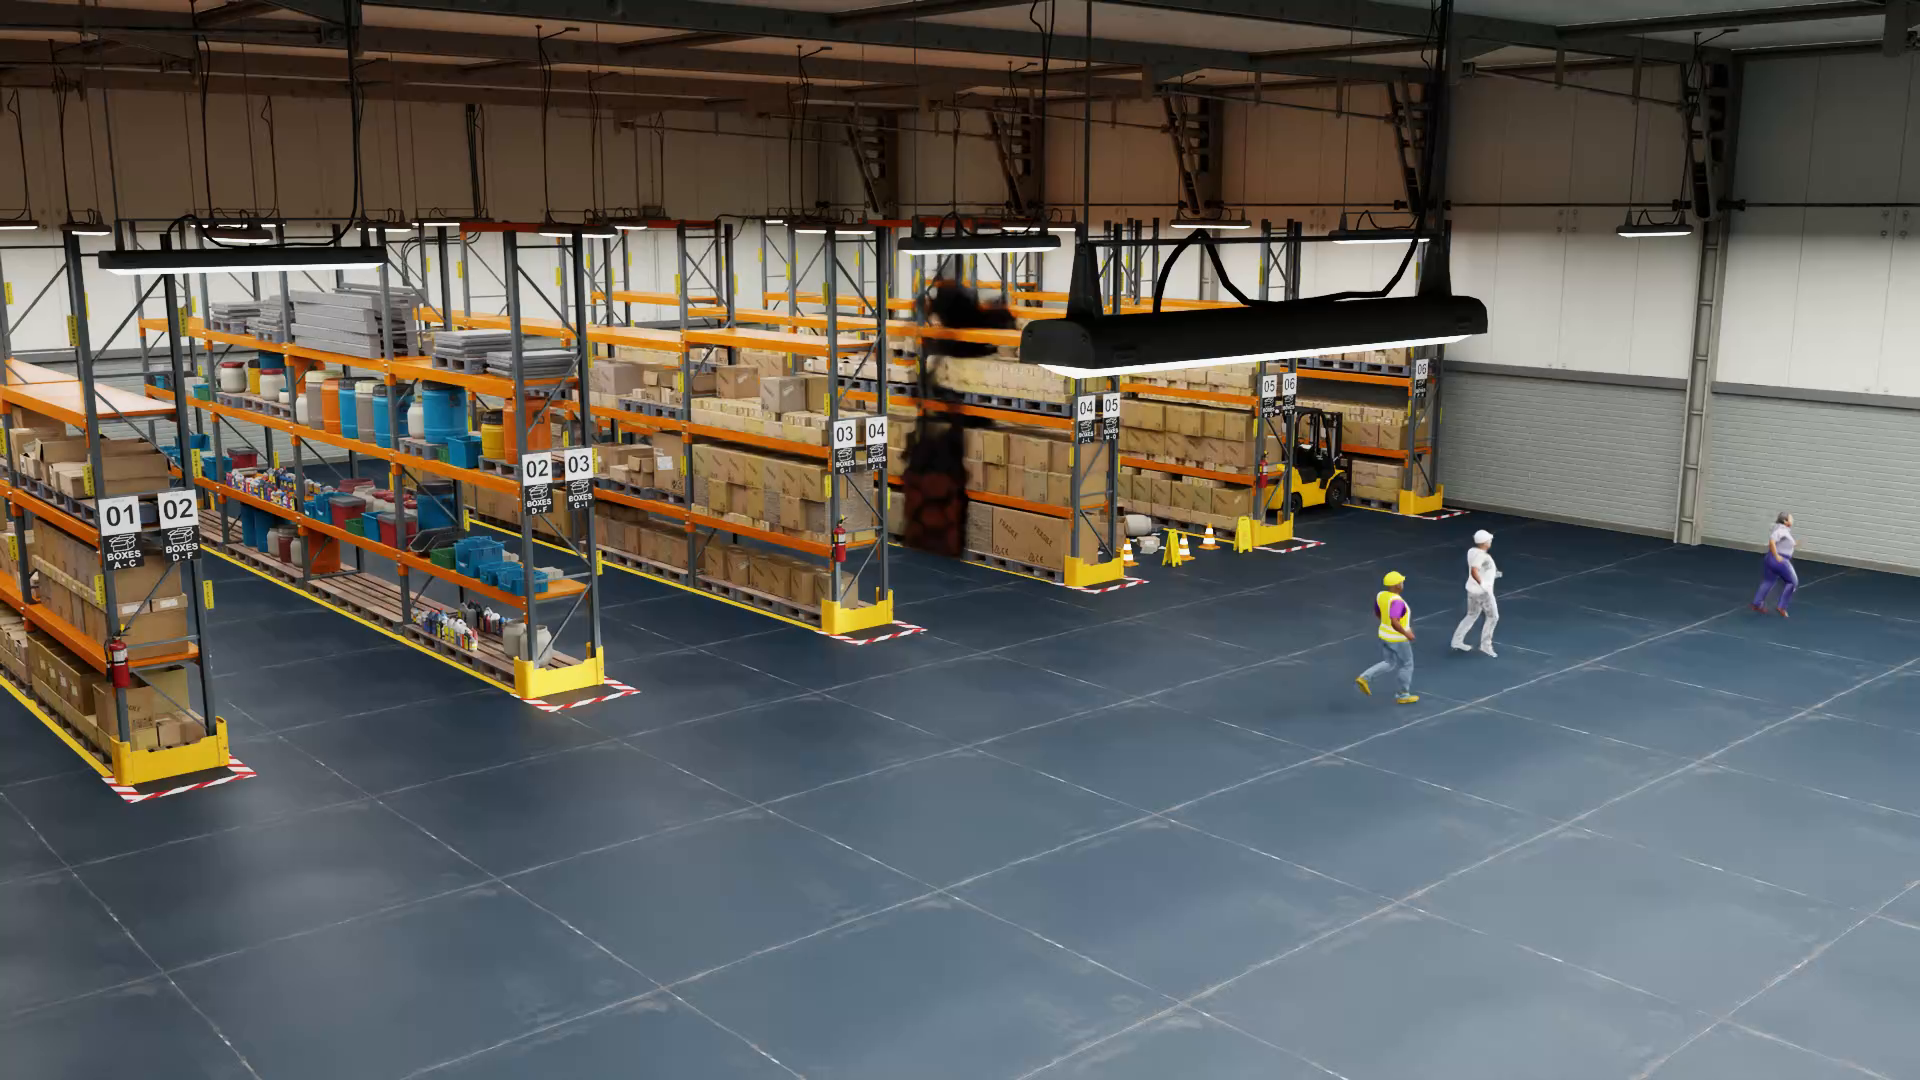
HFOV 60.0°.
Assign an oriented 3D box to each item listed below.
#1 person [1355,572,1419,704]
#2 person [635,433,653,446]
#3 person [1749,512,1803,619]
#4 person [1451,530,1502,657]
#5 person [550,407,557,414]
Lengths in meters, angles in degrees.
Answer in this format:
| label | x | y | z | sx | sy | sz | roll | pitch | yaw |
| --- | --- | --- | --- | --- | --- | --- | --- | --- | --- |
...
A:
| label | x | y | z | sx | sy | sz | roll | pitch | yaw |
| --- | --- | --- | --- | --- | --- | --- | --- | --- | --- |
| person | 5.524 | 1.255 | 21.271 | 0.846 | 1.739 | 0.714 | -3 | 12 | -15 |
| person | -7.911 | -2.780 | 41.303 | 0.950 | 1.725 | 0.741 | 4 | 12 | 17 |
| person | 12.726 | 0.406 | 25.886 | 0.726 | 1.684 | 0.572 | 1 | 11 | 4 |
| person | 7.374 | 0.770 | 23.621 | 0.703 | 1.847 | 0.669 | -1 | 11 | -5 |
| person | -9.459 | -2.249 | 38.664 | 0.792 | 1.738 | 0.707 | -3 | 12 | -15 |
